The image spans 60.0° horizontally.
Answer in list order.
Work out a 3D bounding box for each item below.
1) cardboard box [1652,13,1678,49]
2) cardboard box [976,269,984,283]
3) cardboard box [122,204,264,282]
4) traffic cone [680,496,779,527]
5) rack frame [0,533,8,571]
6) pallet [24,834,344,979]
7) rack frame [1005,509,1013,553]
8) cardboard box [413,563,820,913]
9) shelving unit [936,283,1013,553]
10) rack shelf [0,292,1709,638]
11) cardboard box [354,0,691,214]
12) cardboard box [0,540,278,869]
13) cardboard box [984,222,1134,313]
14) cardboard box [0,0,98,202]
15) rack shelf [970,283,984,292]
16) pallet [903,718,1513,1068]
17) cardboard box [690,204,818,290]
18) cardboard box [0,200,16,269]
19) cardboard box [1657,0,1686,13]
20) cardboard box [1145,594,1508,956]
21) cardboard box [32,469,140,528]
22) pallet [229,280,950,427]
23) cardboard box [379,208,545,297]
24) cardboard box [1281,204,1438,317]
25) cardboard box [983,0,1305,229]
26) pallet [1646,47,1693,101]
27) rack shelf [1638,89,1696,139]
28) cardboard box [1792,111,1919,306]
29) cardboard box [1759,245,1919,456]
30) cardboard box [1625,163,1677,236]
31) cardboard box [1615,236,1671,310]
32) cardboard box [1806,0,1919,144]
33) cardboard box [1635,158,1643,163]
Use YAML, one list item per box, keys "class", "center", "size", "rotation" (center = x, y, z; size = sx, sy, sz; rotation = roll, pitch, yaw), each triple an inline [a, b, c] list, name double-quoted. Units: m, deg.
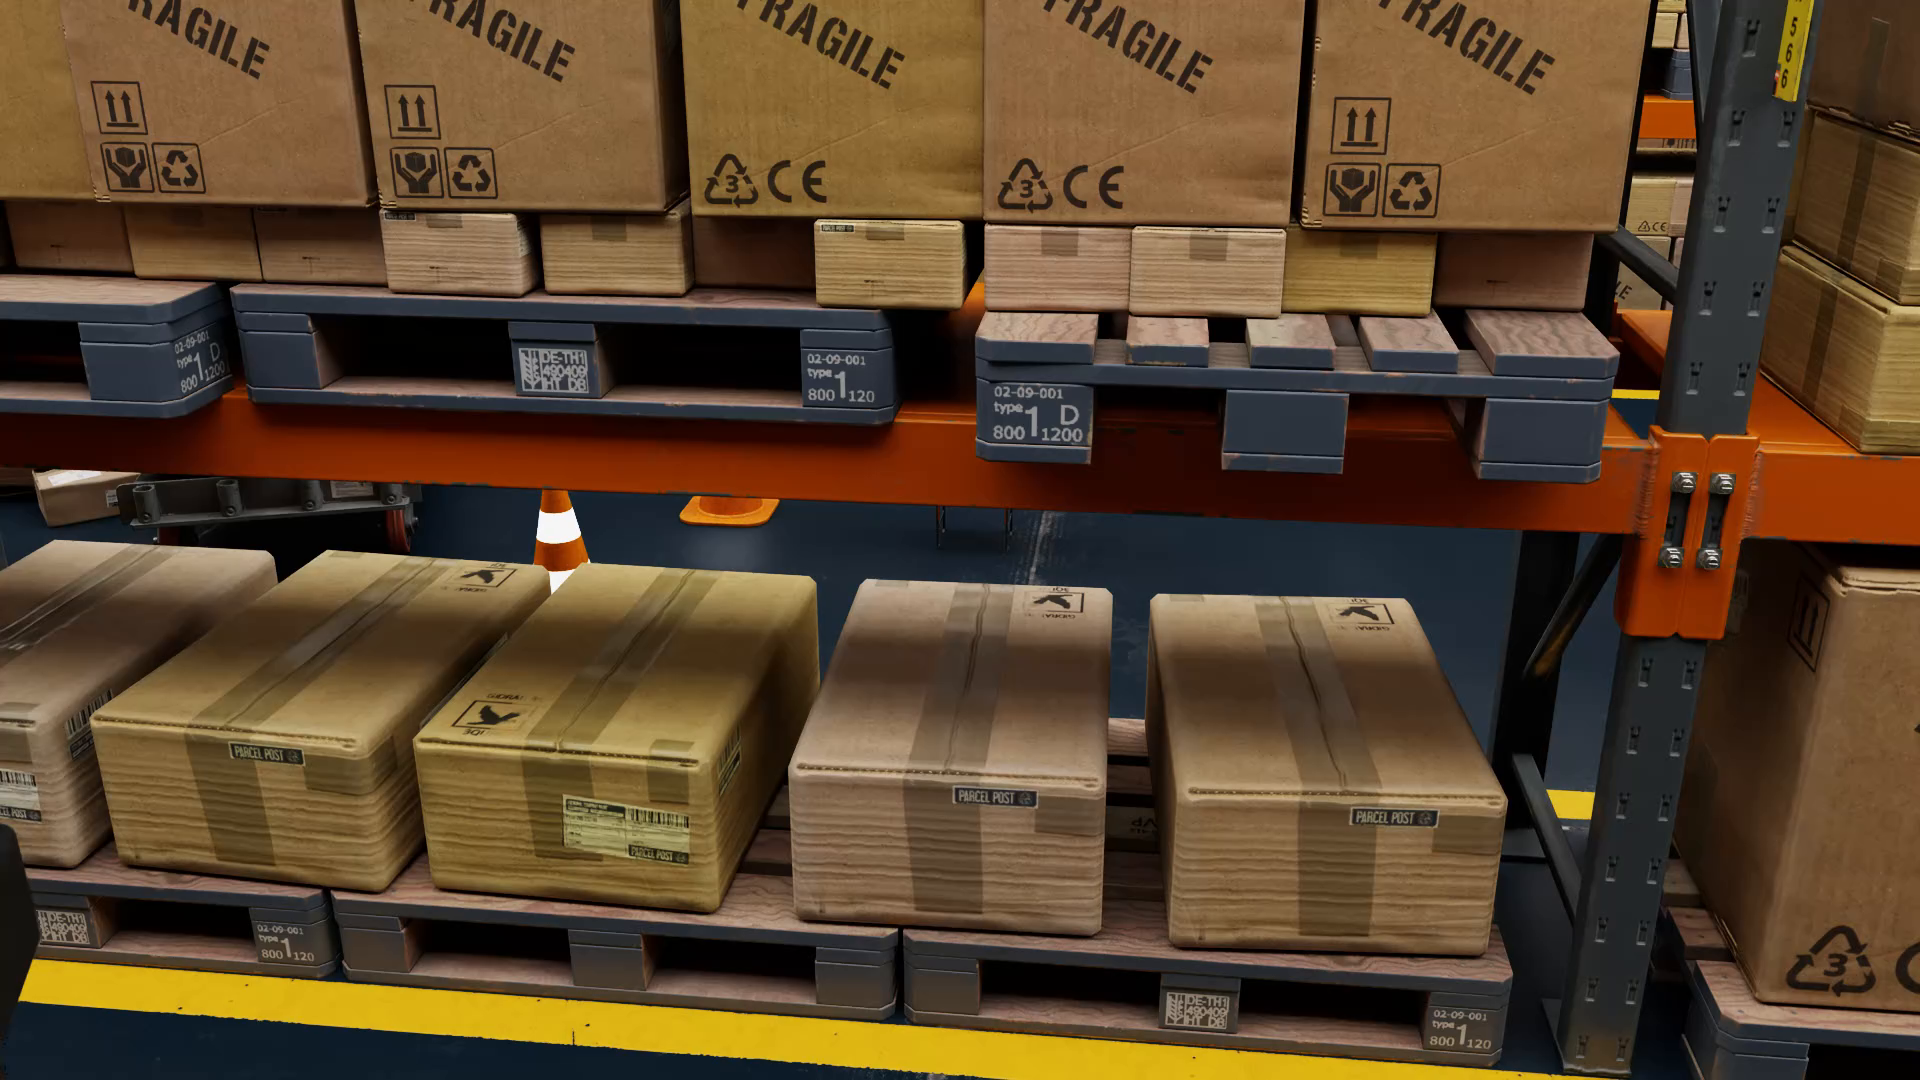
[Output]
- class: "cardboard box"
  center: [3.016, -2.285, 7.409]
  size: [0.250, 0.149, 0.380]
  rotation: [3, 22, 9]
- class: "cardboard box"
  center: [0.331, -1.578, 8.341]
  size: [0.750, 0.750, 1.050]
  rotation: [3, 22, 7]
- class: "cardboard box"
  center: [-1.362, -0.609, 3.172]
  size: [0.250, 0.149, 0.380]
  rotation: [3, 22, 7]
- class: "traffic cone"
  center: [-0.859, -0.325, 6.133]
  size: [0.334, 0.463, 0.336]
  rotation: [2, 22, 6]
- class: "rack frame"
  center: [-2.661, -0.695, 3.618]
  size: [0.127, 3.000, 1.000]
  rotation: [2, 22, 6]
- class: "pallet"
  center: [-1.888, 0.635, 4.047]
  size: [1.213, 0.211, 1.003]
  rotation: [2, 22, 6]
- class: "rack frame"
  center: [0.174, -0.481, 5.728]
  size: [0.008, 1.050, 0.200]
  rotation: [2, 22, 6]
- class: "cardboard box"
  center: [-0.735, 0.413, 3.819]
  size: [0.625, 0.372, 0.950]
  rotation: [3, 22, 8]
- class: "shelving unit"
  center: [0.053, -0.486, 5.741]
  size: [0.252, 1.050, 0.215]
  rotation: [2, 22, 6]
- class: "rack shelf"
  center: [-0.675, -0.274, 3.531]
  size: [4.000, 0.370, 1.077]
  rotation: [2, 22, 6]
- class: "cardboard box"
  center: [-0.731, -0.884, 2.984]
  size: [0.500, 0.500, 0.500]
  rotation: [2, 22, 4]
- class: "cardboard box"
  center: [-2.140, 0.354, 3.969]
  size: [0.625, 0.372, 0.950]
  rotation: [3, 22, 7]
- class: "cardboard box"
  center: [0.179, -0.522, 2.951]
  size: [0.250, 0.149, 0.380]
  rotation: [1, 22, 4]
- class: "cardboard box"
  center: [-1.732, -0.929, 3.097]
  size: [0.500, 0.500, 0.500]
  rotation: [3, 22, 6]
- class: "rack shelf"
  center: [0.053, -0.740, 5.641]
  size: [0.240, 0.259, 0.215]
  rotation: [2, 22, 6]
- class: "pallet"
  center: [0.535, 0.740, 3.780]
  size: [1.213, 0.211, 1.003]
  rotation: [2, 22, 6]
- class: "cardboard box"
  center: [-0.331, -0.586, 3.112]
  size: [0.250, 0.149, 0.380]
  rotation: [3, 22, 7]
- class: "cardboard box"
  center: [-1.903, -0.620, 3.199]
  size: [0.250, 0.149, 0.380]
  rotation: [3, 22, 7]
- class: "cardboard box"
  center: [3.035, -2.424, 7.357]
  size: [0.250, 0.149, 0.380]
  rotation: [3, 22, 7]
- class: "cardboard box"
  center: [0.751, 0.477, 3.657]
  size: [0.625, 0.372, 0.950]
  rotation: [1, 22, 3]
- class: "cardboard box"
  center: [-3.218, -0.242, 6.192]
  size: [0.396, 0.266, 0.258]
  rotation: [-14, 25, -31]
- class: "pallet"
  center: [-0.660, -0.503, 3.394]
  size: [1.213, 0.211, 1.003]
  rotation: [2, 22, 6]
- class: "cardboard box"
  center: [-0.858, -0.568, 3.066]
  size: [0.250, 0.149, 0.380]
  rotation: [3, 22, 8]
- class: "cardboard box"
  center: [0.683, -0.514, 2.930]
  size: [0.250, 0.149, 0.380]
  rotation: [3, 22, 7]
- class: "cardboard box"
  center: [0.312, -0.839, 2.869]
  size: [0.500, 0.500, 0.500]
  rotation: [2, 22, 5]
- class: "pallet"
  center: [3.764, -2.174, 7.619]
  size: [1.213, 0.211, 1.003]
  rotation: [2, 22, 6]
- class: "rack shelf"
  center: [3.779, -1.912, 7.676]
  size: [4.000, 0.370, 1.077]
  rotation: [2, 22, 6]
- class: "cardboard box"
  center: [1.785, -0.573, 2.832]
  size: [0.500, 0.250, 0.500]
  rotation: [2, 22, 6]
- class: "cardboard box"
  center: [1.767, -0.339, 2.922]
  size: [0.500, 0.250, 0.500]
  rotation: [2, 22, 5]
- class: "cardboard box"
  center: [2.953, -1.575, 7.653]
  size: [0.500, 0.250, 0.500]
  rotation: [2, 22, 6]
- class: "cardboard box"
  center: [2.965, -1.222, 7.780]
  size: [0.500, 0.500, 0.500]
  rotation: [3, 22, 7]
- class: "cardboard box"
  center: [1.772, -0.923, 2.698]
  size: [0.500, 0.500, 0.500]
  rotation: [2, 22, 5]
- class: "cardboard box"
  center: [3.006, -1.763, 8.129]
  size: [0.500, 0.250, 0.500]
  rotation: [3, 22, 7]
